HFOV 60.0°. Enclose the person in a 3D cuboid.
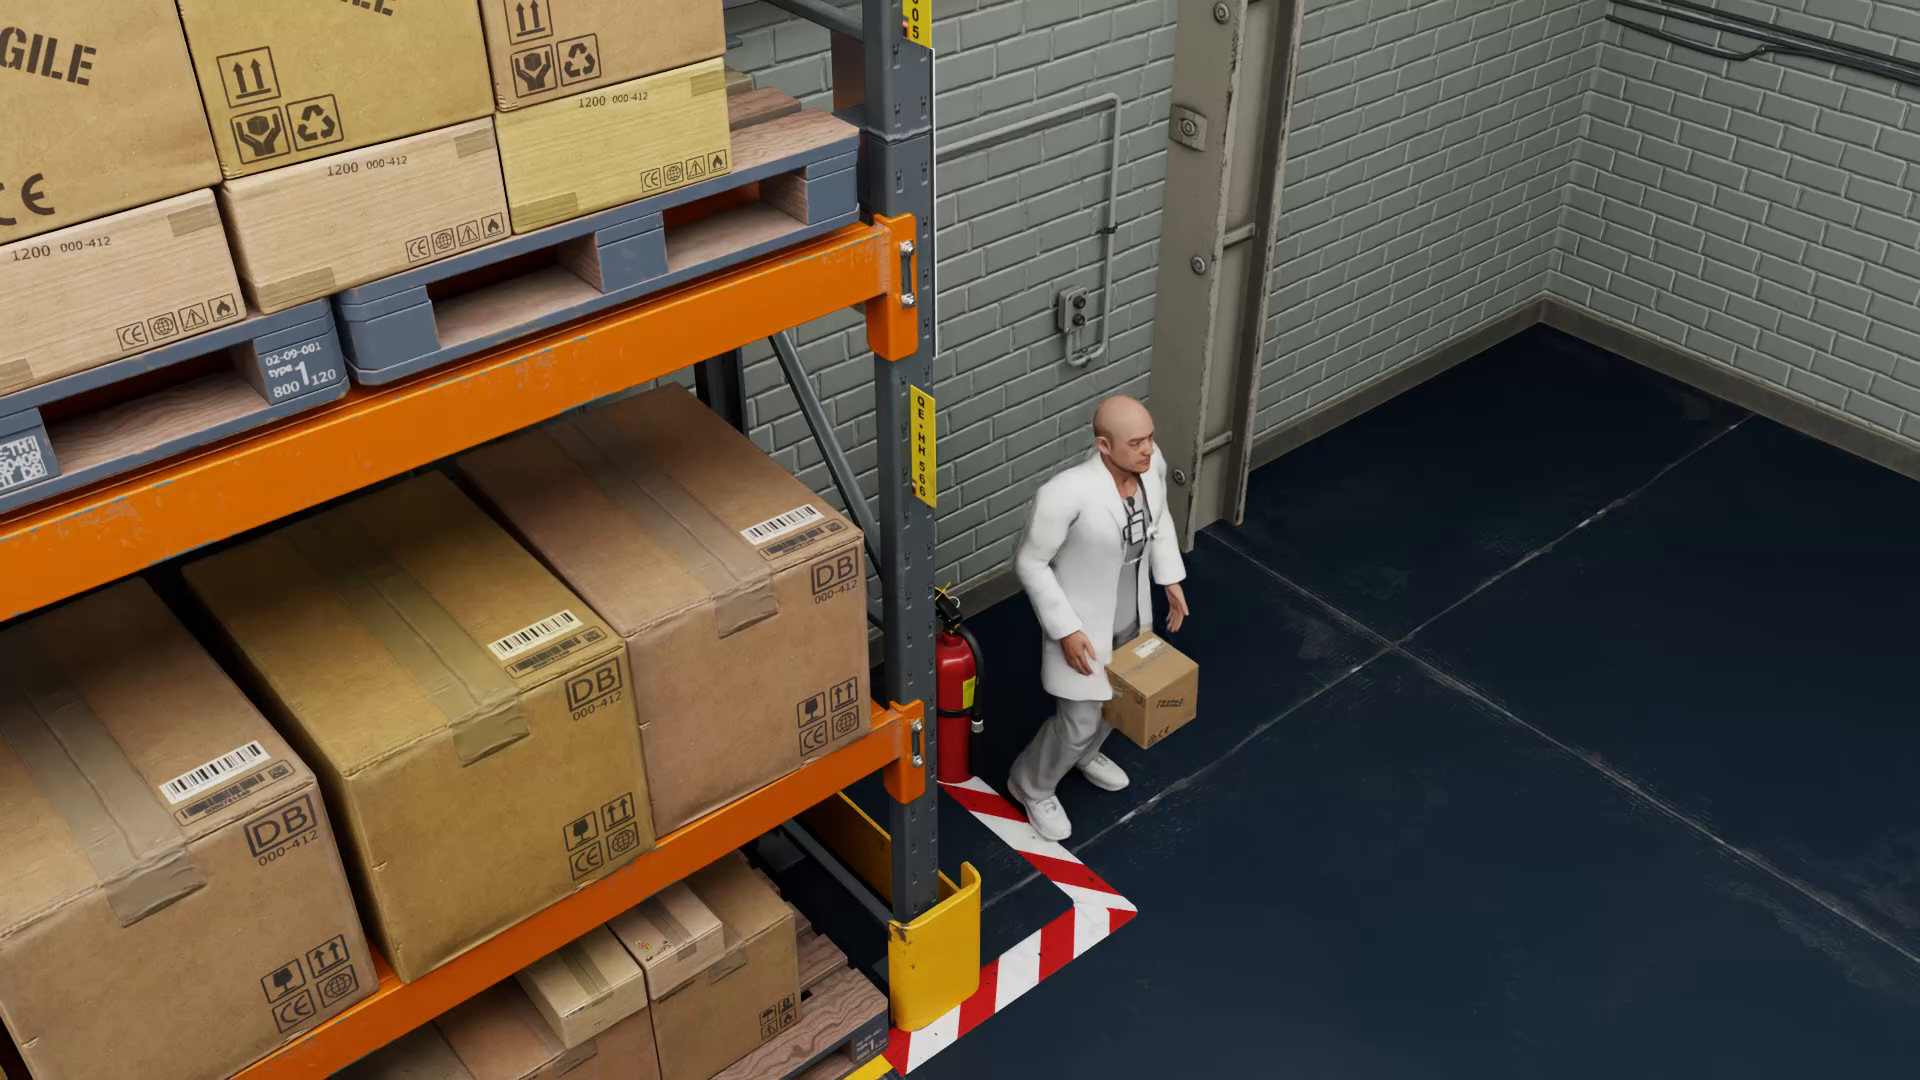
[{"bbox_3d":[0.476,0.242,5.842,0.687,1.747,0.502,-28,44,-34],"label":"person"}]
